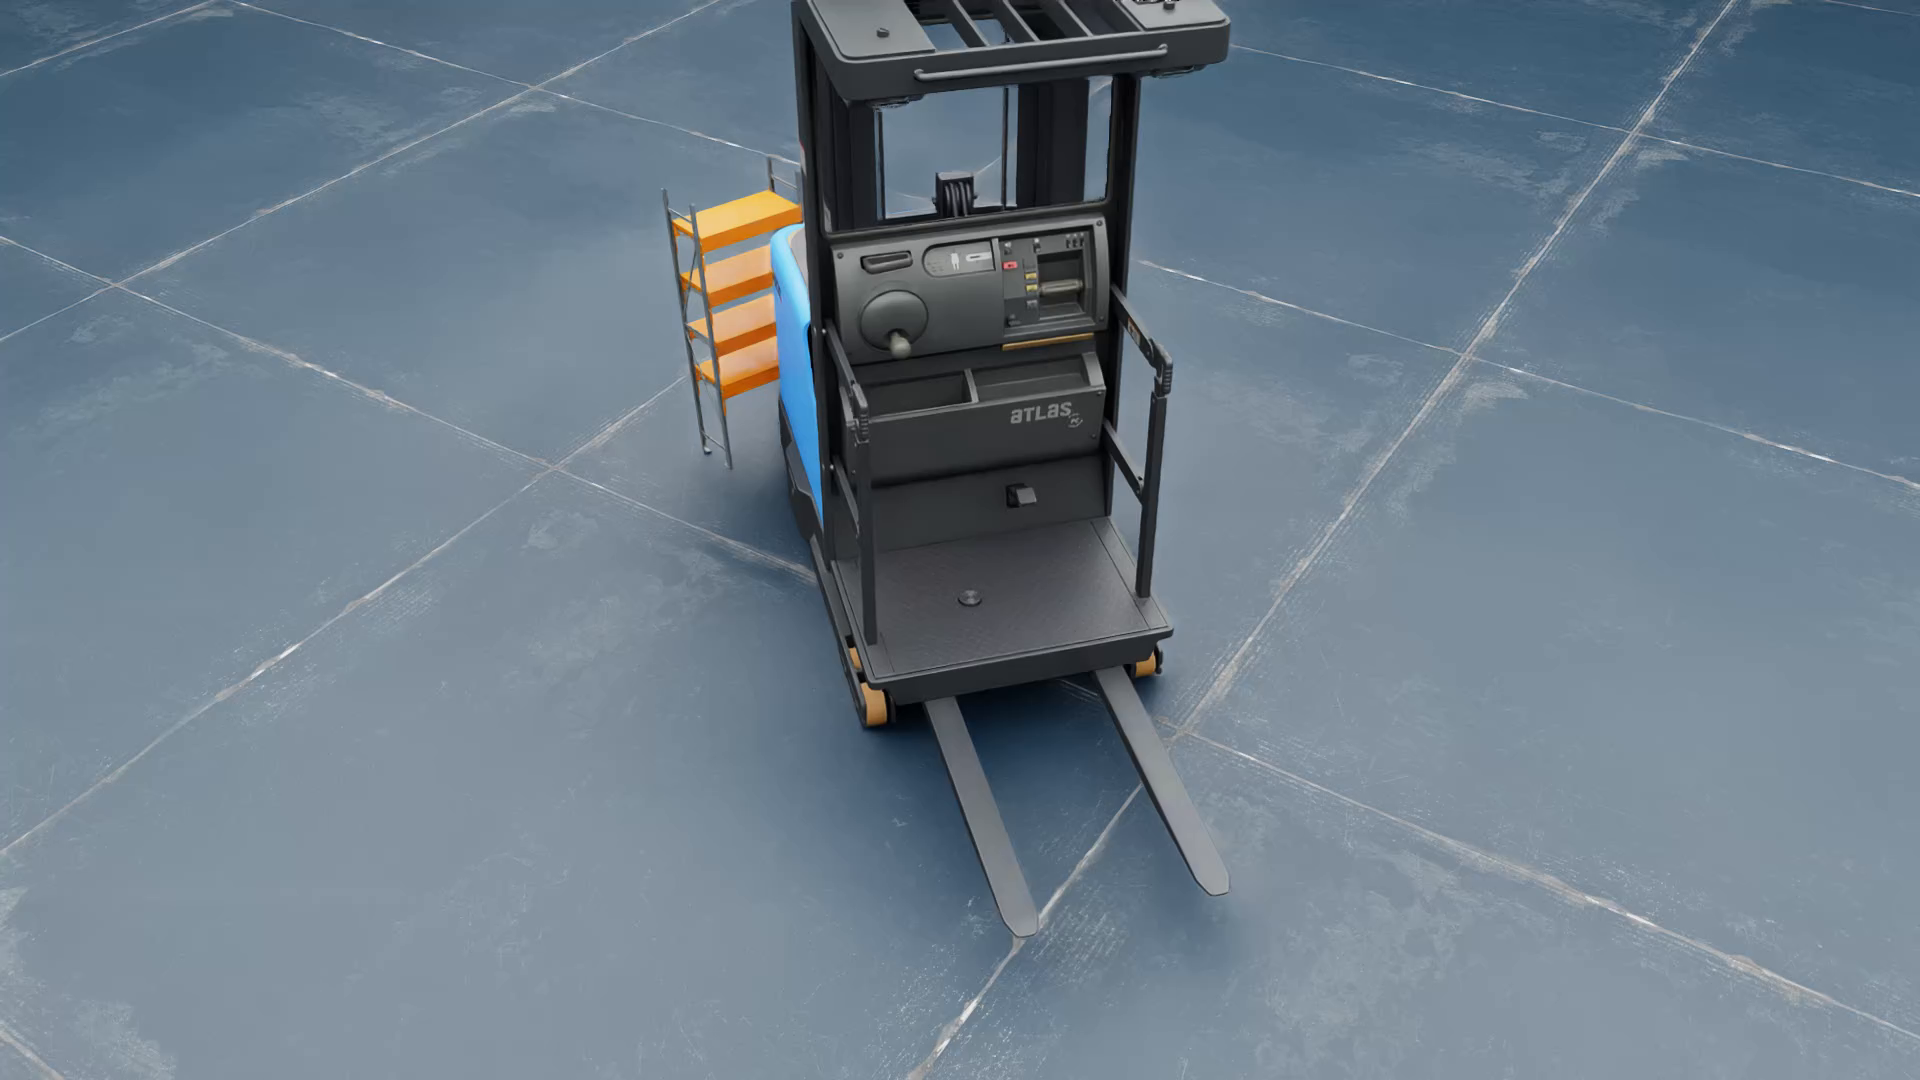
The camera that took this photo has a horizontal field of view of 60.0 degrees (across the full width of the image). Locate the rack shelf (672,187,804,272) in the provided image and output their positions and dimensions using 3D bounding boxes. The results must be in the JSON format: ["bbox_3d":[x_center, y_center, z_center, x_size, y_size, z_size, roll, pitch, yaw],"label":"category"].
[{"bbox_3d":[-0.904,-1.266,6.753,0.480,0.148,0.258,-25,40,-29],"label":"rack shelf"}]

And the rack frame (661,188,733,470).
[{"bbox_3d":[-1.078,-0.850,6.854,0.015,1.200,0.240,-25,40,-29],"label":"rack frame"}]

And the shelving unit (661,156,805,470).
[{"bbox_3d":[-0.885,-0.941,6.972,0.503,1.200,0.258,-25,40,-29],"label":"shelving unit"}]

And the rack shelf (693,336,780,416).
[{"bbox_3d":[-0.872,-0.721,7.120,0.480,0.148,0.258,-25,40,-29],"label":"rack shelf"}]

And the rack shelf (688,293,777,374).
[{"bbox_3d":[-0.881,-0.885,7.010,0.480,0.148,0.258,-25,40,-29],"label":"rack shelf"}]

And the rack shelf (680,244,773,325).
[{"bbox_3d":[-0.892,-1.070,6.885,0.480,0.148,0.258,-25,40,-29],"label":"rack shelf"}]

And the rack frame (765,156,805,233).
[{"bbox_3d":[-0.692,-1.032,7.090,0.015,1.200,0.240,-25,40,-29],"label":"rack frame"}]

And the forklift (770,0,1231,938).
[{"bbox_3d":[0.102,-0.764,5.341,1.130,2.935,3.031,-9,39,-12],"label":"forklift"}]
